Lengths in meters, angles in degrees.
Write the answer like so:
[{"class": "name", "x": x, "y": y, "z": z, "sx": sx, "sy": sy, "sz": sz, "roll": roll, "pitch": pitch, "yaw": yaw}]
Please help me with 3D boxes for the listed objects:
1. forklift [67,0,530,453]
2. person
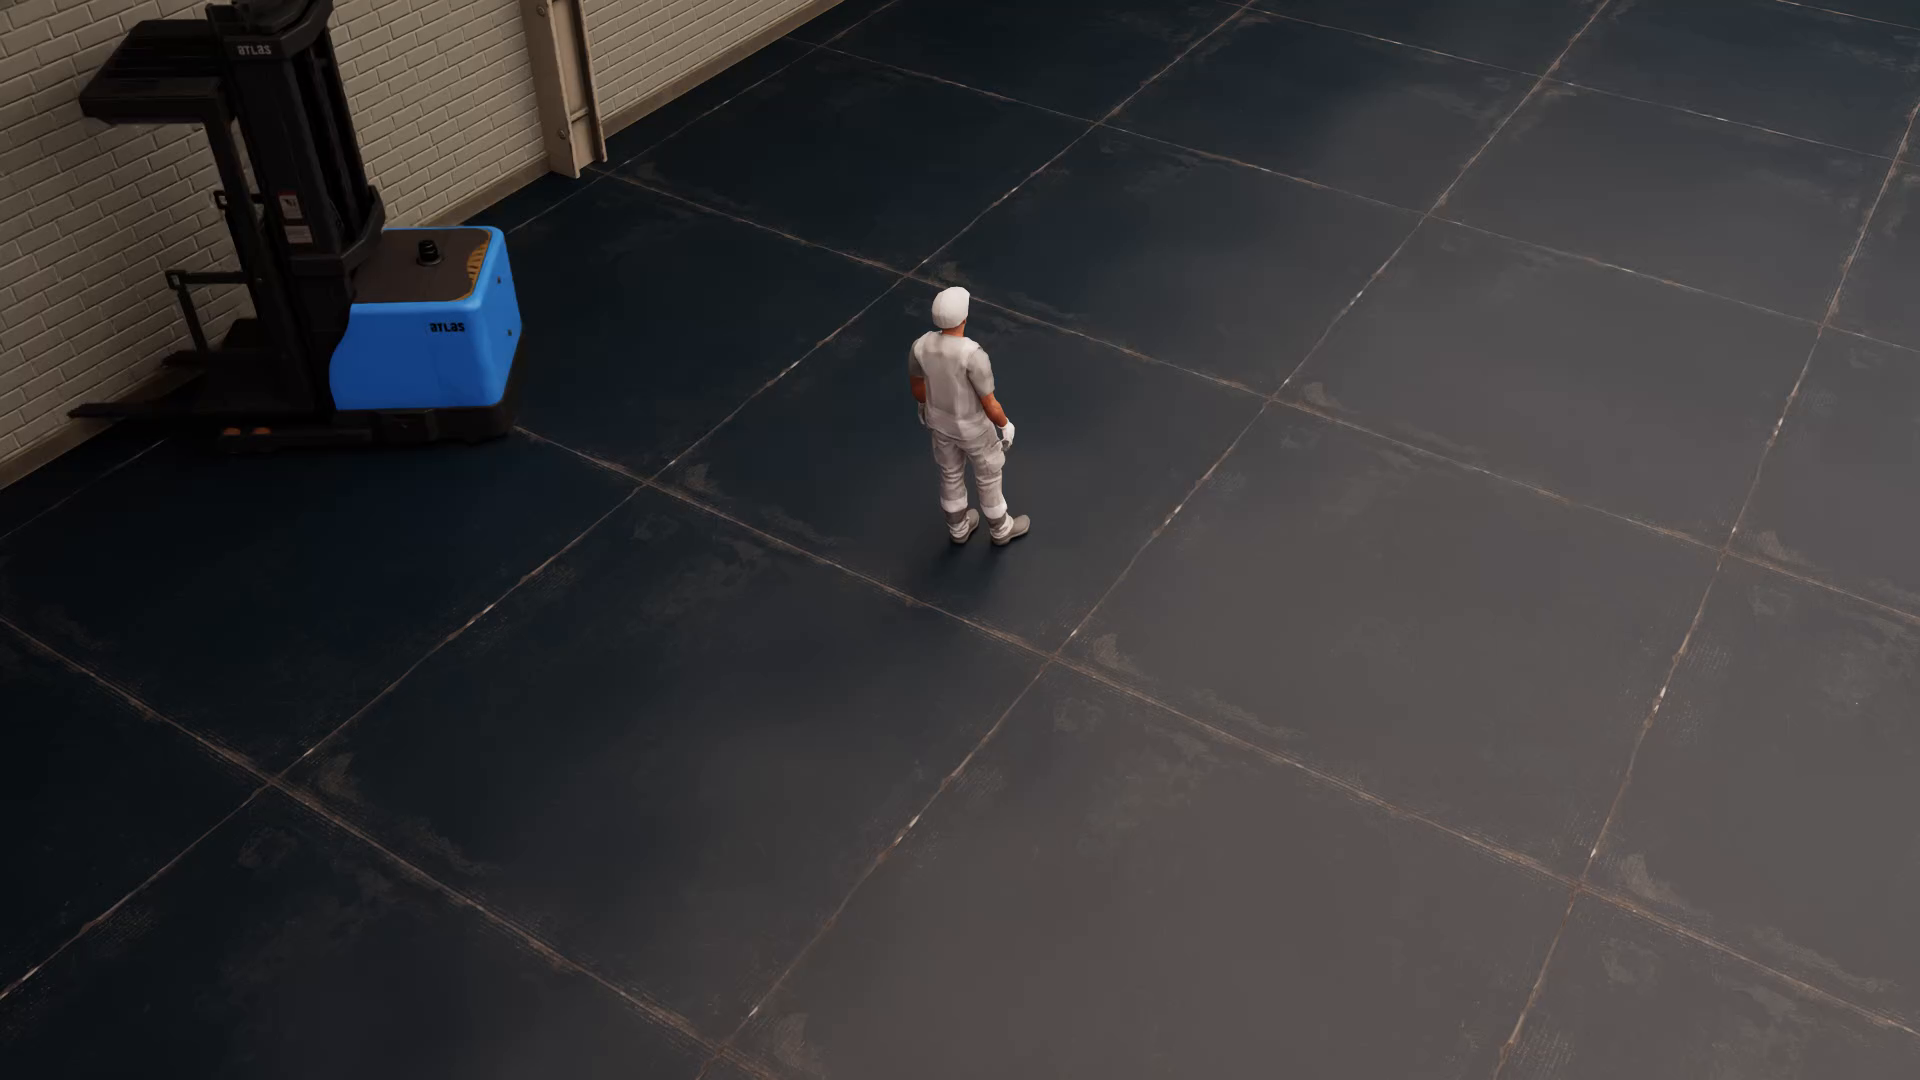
[{"class": "forklift", "x": -4.504, "y": -2.037, "z": 10.371, "sx": 3.031, "sy": 2.935, "sz": 1.130, "roll": -2, "pitch": 40, "yaw": -2}, {"class": "person", "x": 0.054, "y": -0.727, "z": 9.697, "sx": 0.637, "sy": 1.787, "sz": 0.564, "roll": 22, "pitch": 45, "yaw": 24}]
